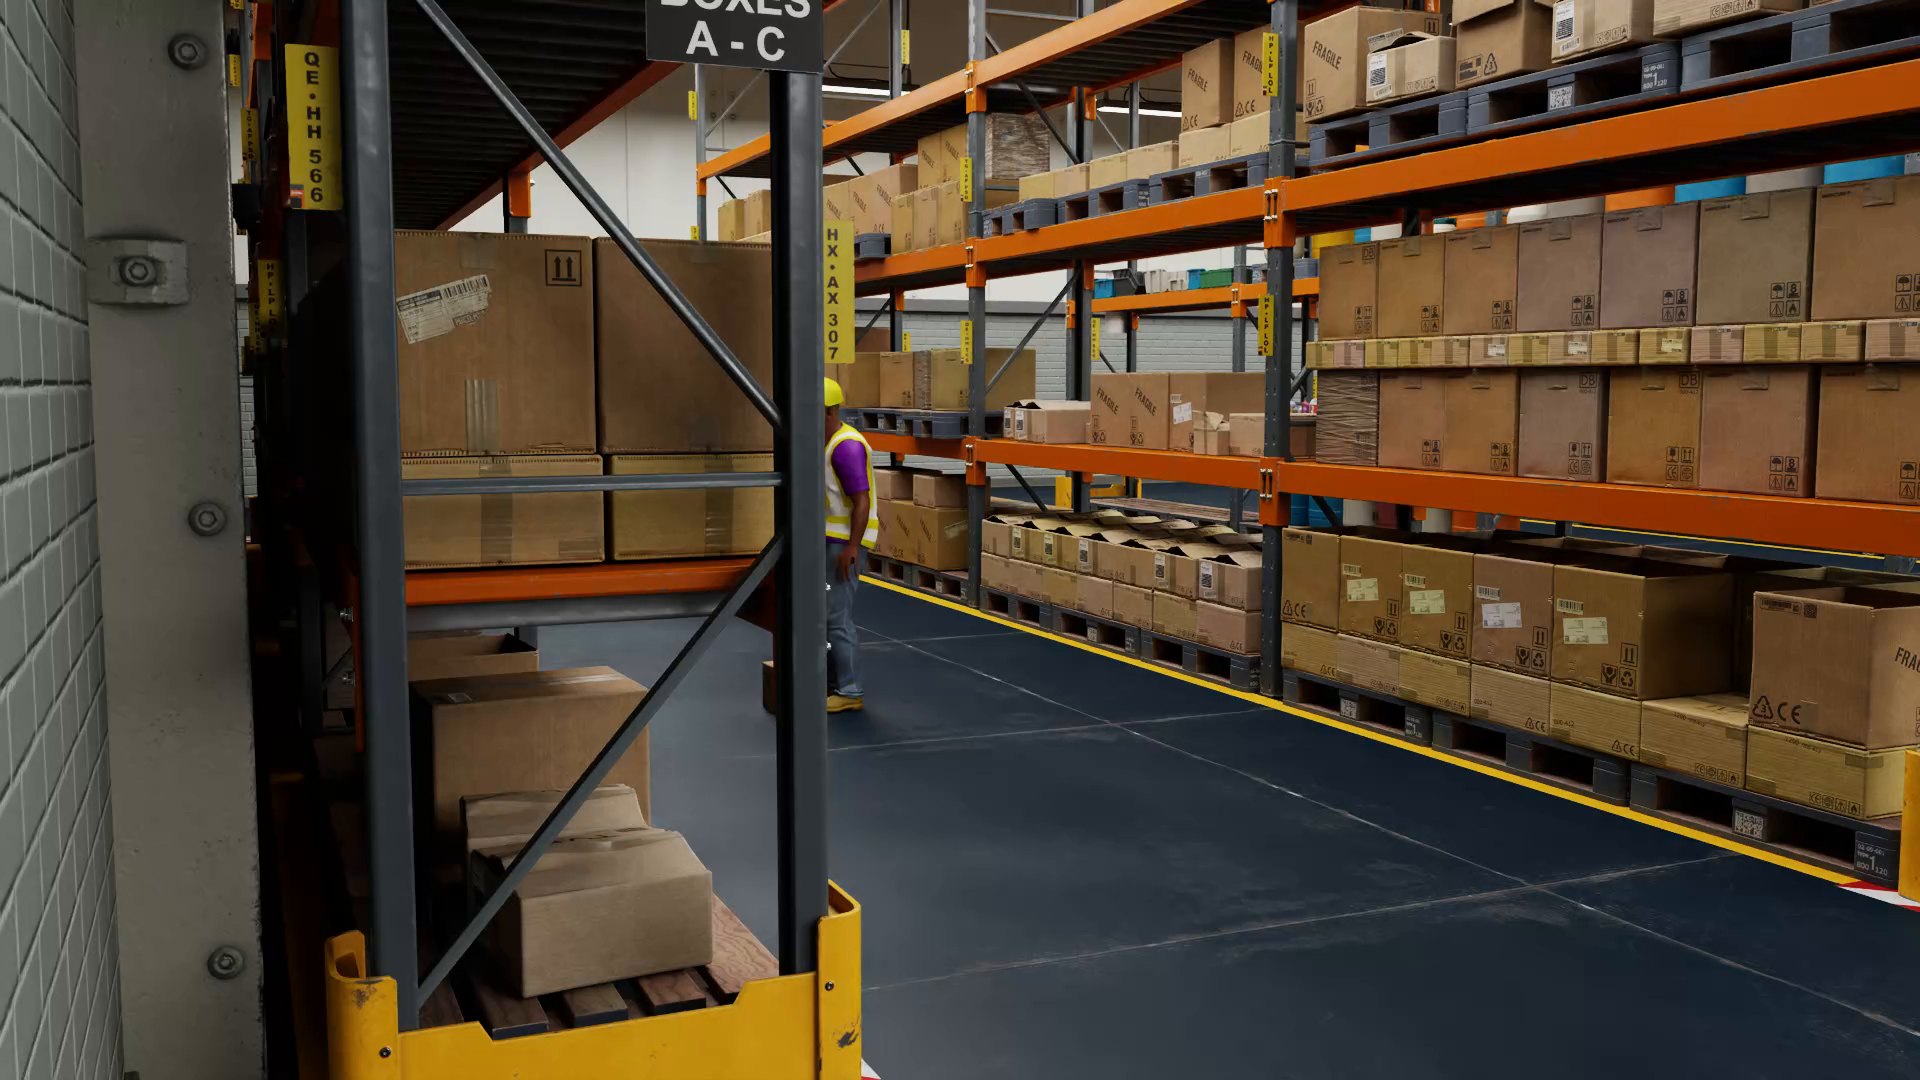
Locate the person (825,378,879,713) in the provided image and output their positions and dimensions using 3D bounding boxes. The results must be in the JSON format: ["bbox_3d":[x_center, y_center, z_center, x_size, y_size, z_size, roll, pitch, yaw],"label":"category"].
[{"bbox_3d":[-0.683,0.021,8.834,0.461,1.759,0.628,-3,6,-25],"label":"person"}]
